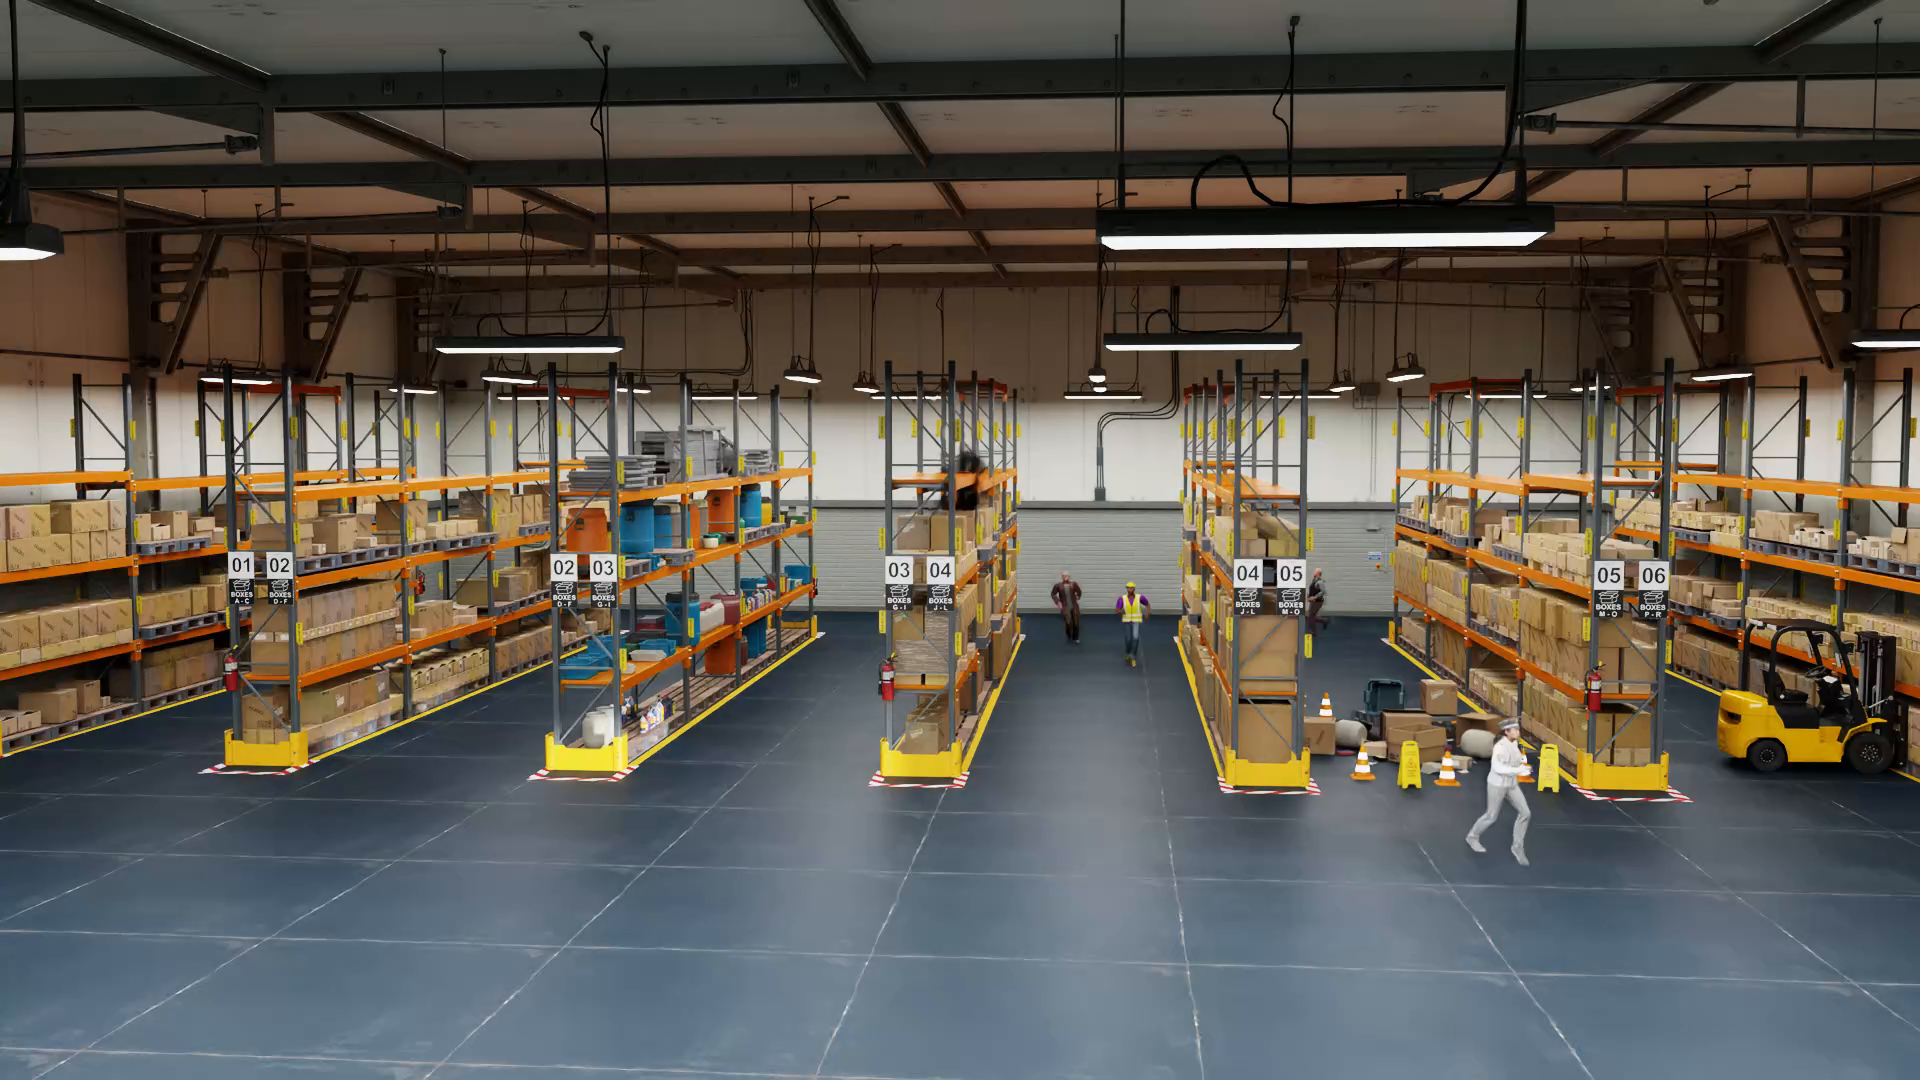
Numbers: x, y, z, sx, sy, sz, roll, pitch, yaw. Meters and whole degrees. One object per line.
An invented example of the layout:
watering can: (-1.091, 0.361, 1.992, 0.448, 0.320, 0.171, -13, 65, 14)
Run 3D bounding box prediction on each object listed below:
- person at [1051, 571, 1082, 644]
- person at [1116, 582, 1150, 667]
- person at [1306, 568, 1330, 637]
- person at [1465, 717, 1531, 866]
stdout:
person: (2.520, 1.590, 38.857, 0.717, 1.715, 0.642, -1, 4, -8)
person: (3.686, 1.791, 35.621, 0.701, 1.792, 0.805, 1, 4, 12)
person: (8.700, 1.518, 40.369, 0.624, 1.679, 0.660, 0, 4, -1)
person: (6.287, 2.894, 19.379, 0.638, 1.728, 0.829, -4, 5, -43)
